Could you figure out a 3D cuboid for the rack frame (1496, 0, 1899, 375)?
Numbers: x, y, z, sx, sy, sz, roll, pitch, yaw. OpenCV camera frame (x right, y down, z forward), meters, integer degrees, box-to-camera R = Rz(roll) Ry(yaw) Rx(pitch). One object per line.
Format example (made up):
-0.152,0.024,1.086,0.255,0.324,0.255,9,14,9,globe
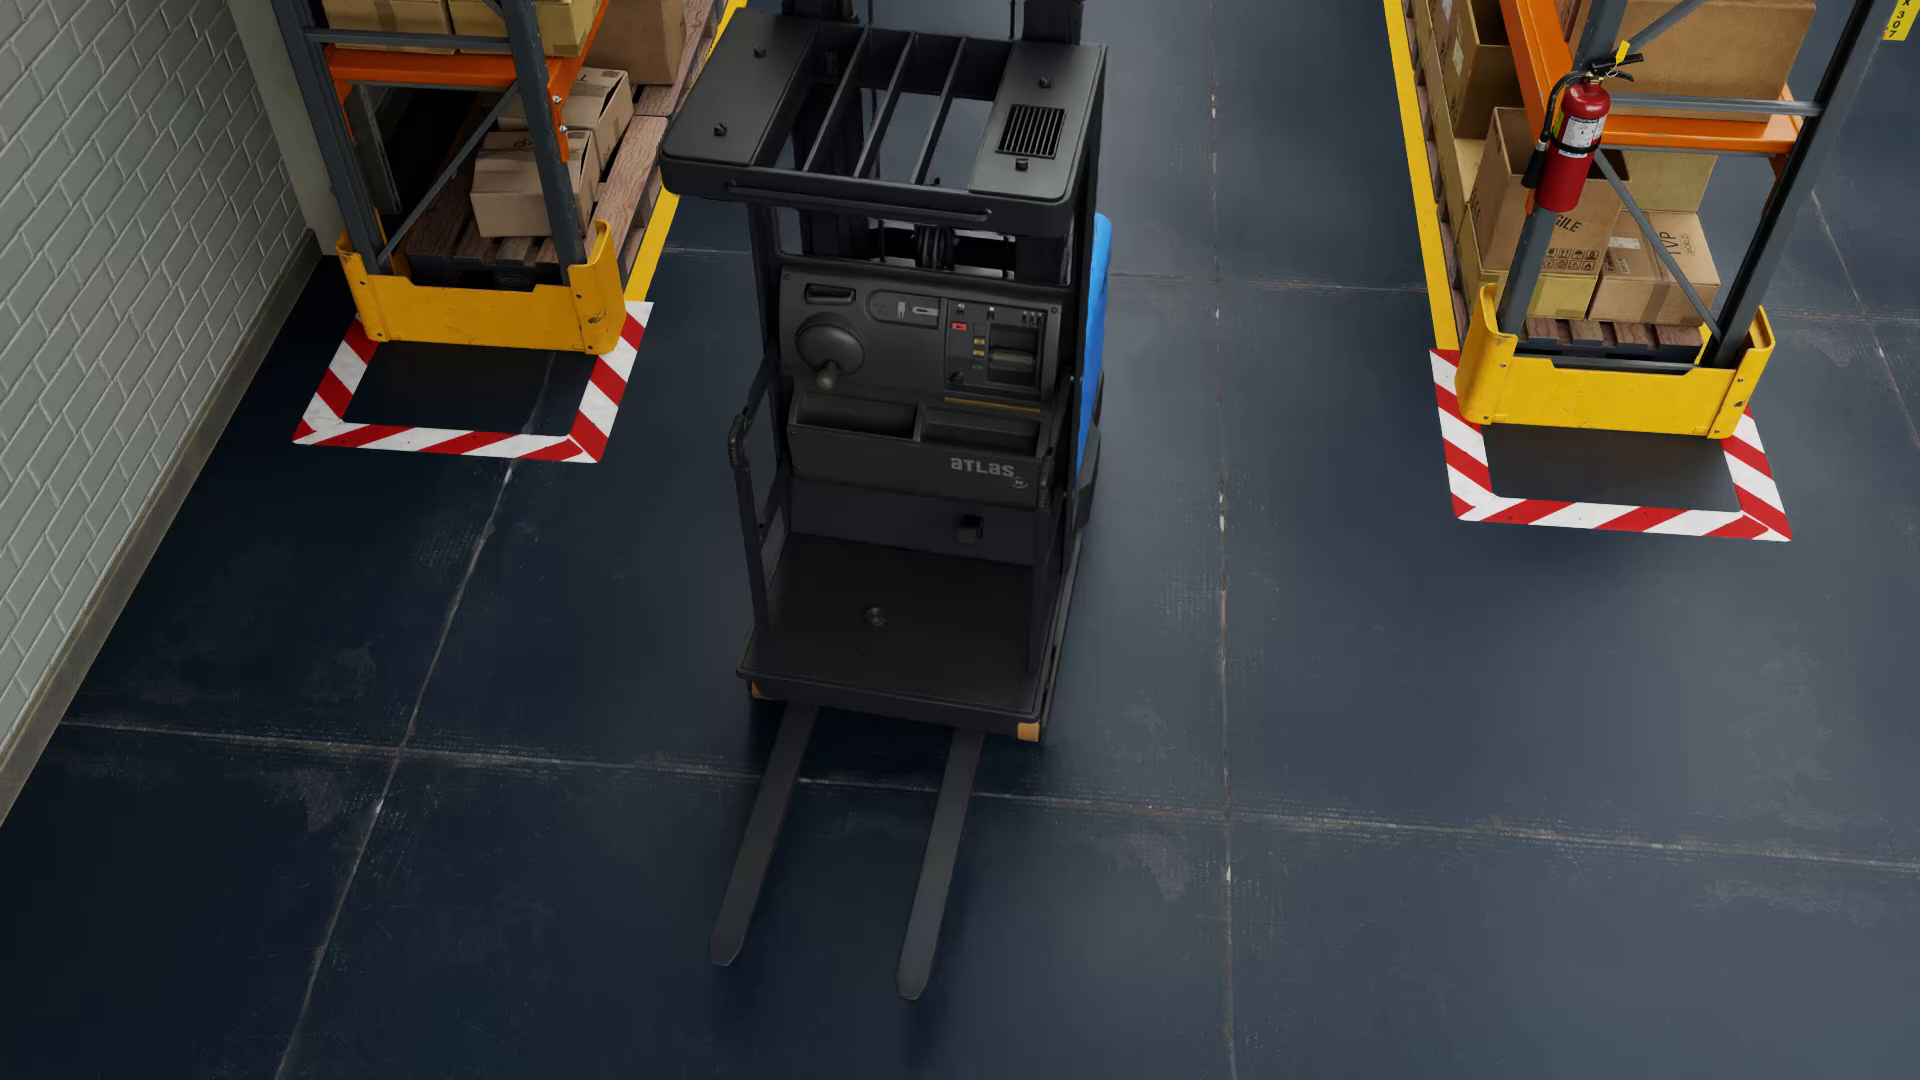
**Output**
2.785,-1.629,6.233,1.000,3.000,0.127,4,48,4,rack frame

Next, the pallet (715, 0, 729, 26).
-1.810,-3.461,9.799,1.003,0.211,1.213,4,48,4,pallet

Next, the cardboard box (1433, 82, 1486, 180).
2.617,-1.992,8.144,0.500,0.250,0.500,4,48,4,cardboard box

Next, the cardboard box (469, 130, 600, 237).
-1.996,-1.703,7.824,0.500,0.311,0.500,-1,48,-1,cardboard box

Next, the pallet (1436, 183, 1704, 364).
2.813,-1.252,7.778,1.003,0.211,1.213,4,48,4,pallet

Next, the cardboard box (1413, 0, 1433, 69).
2.704,-2.727,8.816,0.500,0.250,0.500,4,48,4,cardboard box

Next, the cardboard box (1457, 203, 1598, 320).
2.539,-1.256,7.471,0.500,0.250,0.500,4,48,4,cardboard box

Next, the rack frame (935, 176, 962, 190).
0.013,-1.179,7.246,0.240,0.900,0.006,3,42,2,rack frame

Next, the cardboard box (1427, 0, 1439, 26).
2.704,-2.980,8.540,0.500,0.500,0.500,4,48,4,cardboard box

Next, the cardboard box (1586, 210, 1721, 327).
3.055,-1.222,7.439,0.500,0.250,0.500,4,48,4,cardboard box

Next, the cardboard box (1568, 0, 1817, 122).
2.840,-2.005,6.509,0.700,0.500,0.500,4,48,4,cardboard box

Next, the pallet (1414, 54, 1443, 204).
2.926,-2.146,8.596,1.003,0.211,1.213,4,48,4,pallet

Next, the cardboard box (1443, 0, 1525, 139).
2.614,-2.245,7.868,0.500,0.500,0.500,4,48,4,cardboard box

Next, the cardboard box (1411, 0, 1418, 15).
2.754,-3.094,9.152,0.500,0.250,0.500,4,48,4,cardboard box

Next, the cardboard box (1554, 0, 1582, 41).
2.883,-2.391,6.862,0.700,0.500,0.500,5,48,5,cardboard box

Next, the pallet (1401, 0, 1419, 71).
3.035,-3.045,9.418,1.003,0.211,1.213,4,48,4,pallet

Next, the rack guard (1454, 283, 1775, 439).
2.782,-0.767,7.139,1.175,0.500,0.348,4,48,4,rack guard

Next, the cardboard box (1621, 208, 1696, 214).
3.097,-1.589,7.776,0.500,0.250,0.500,4,48,4,cardboard box

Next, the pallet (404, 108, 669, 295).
-2.033,-1.668,8.159,1.003,0.211,1.213,4,48,4,pallet

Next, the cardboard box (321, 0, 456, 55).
-2.299,-2.272,6.909,0.500,0.250,0.500,4,48,4,cardboard box

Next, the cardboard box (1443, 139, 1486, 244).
2.573,-1.625,7.808,0.500,0.250,0.500,4,48,4,cardboard box

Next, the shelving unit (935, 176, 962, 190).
0.007,-1.111,7.170,0.258,0.900,0.210,3,42,2,shelving unit

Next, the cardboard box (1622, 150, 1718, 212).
3.099,-1.842,7.499,0.500,0.500,0.500,4,48,4,cardboard box

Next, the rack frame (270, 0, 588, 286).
-2.149,-1.959,6.535,1.000,3.000,0.127,4,48,4,rack frame

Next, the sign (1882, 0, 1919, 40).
3.337,-1.906,5.846,0.100,0.325,0.005,4,48,4,sign

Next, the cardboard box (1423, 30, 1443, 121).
2.664,-2.359,8.480,0.500,0.250,0.500,4,48,4,cardboard box

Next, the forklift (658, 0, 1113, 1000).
-0.175,-0.554,5.296,1.130,2.935,3.031,8,48,7,forklift

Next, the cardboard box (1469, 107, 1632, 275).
2.537,-1.510,7.195,0.500,0.500,0.500,4,48,4,cardboard box

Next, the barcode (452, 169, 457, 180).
-2.393,-1.746,7.858,0.001,0.075,0.075,4,48,4,barcode

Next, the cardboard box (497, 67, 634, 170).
-1.944,-2.121,8.207,0.500,0.311,0.500,7,48,7,cardboard box

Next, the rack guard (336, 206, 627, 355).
-2.142,-1.171,7.508,1.175,0.500,0.348,4,48,4,rack guard

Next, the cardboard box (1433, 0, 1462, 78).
2.661,-2.613,8.203,0.500,0.500,0.500,4,48,4,cardboard box

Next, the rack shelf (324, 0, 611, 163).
-1.967,-3.186,8.145,1.077,0.370,4.000,4,48,4,rack shelf

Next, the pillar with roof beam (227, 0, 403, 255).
1.341,-4.267,4.580,9.100,9.000,0.400,4,48,4,pillar with roof beam

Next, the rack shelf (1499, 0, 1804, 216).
2.967,-2.856,7.842,1.077,0.370,4.000,4,48,4,rack shelf

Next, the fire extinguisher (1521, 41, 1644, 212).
2.311,-1.547,6.211,0.296,0.674,0.183,4,48,4,fire extinguisher

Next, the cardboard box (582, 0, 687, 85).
-1.828,-2.721,8.628,0.700,0.500,0.500,1,48,1,cardboard box

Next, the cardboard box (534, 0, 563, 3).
-1.806,-2.499,6.609,0.500,0.500,0.500,4,48,4,cardboard box

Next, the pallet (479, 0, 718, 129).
-1.919,-2.563,8.977,1.003,0.211,1.213,4,48,4,pallet

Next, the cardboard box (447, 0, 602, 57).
-1.788,-2.252,6.891,0.500,0.250,0.500,3,48,2,cardboard box
